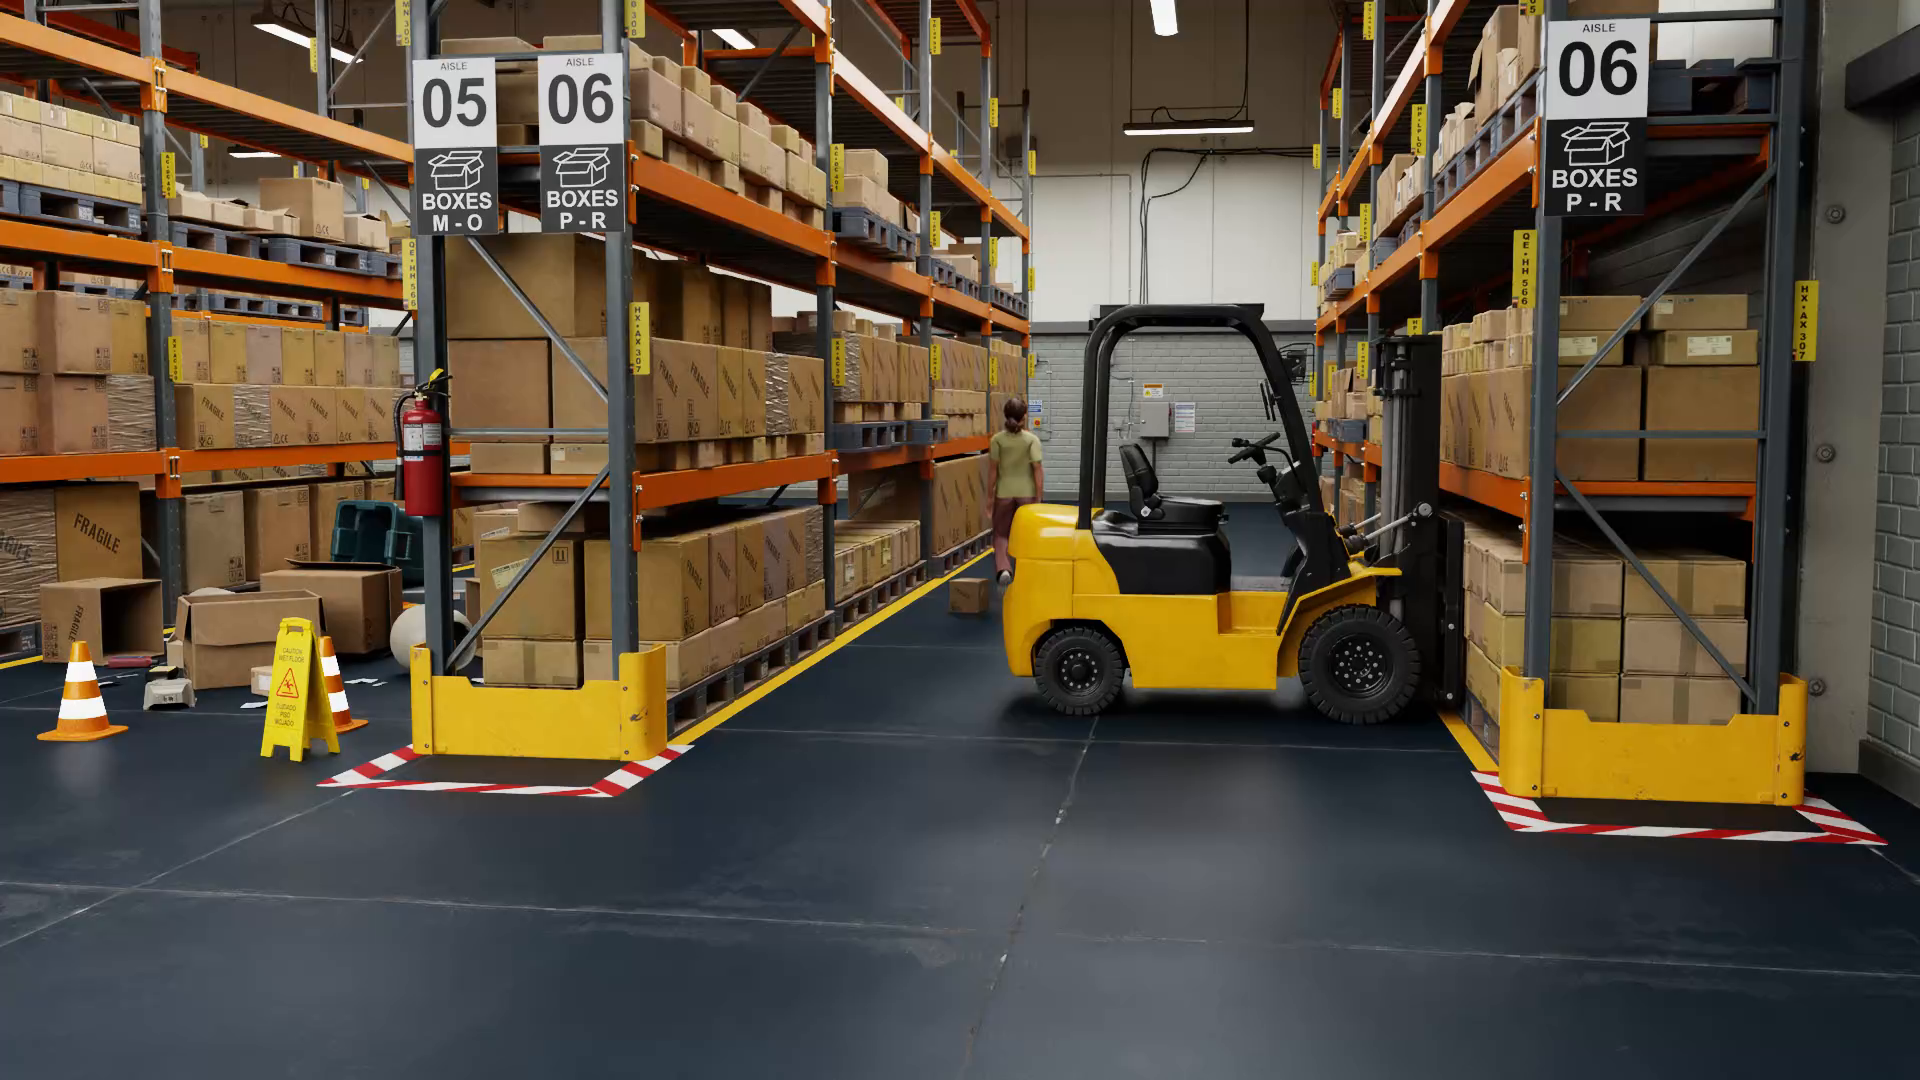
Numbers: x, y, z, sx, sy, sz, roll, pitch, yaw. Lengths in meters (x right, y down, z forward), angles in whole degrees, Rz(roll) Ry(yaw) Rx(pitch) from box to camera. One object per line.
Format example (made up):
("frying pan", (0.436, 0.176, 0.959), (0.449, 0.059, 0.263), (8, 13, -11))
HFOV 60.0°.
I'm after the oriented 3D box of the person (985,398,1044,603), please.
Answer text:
("person", (0.450, -0.314, 13.457), (0.473, 1.664, 0.468), (1, 5, 10))
